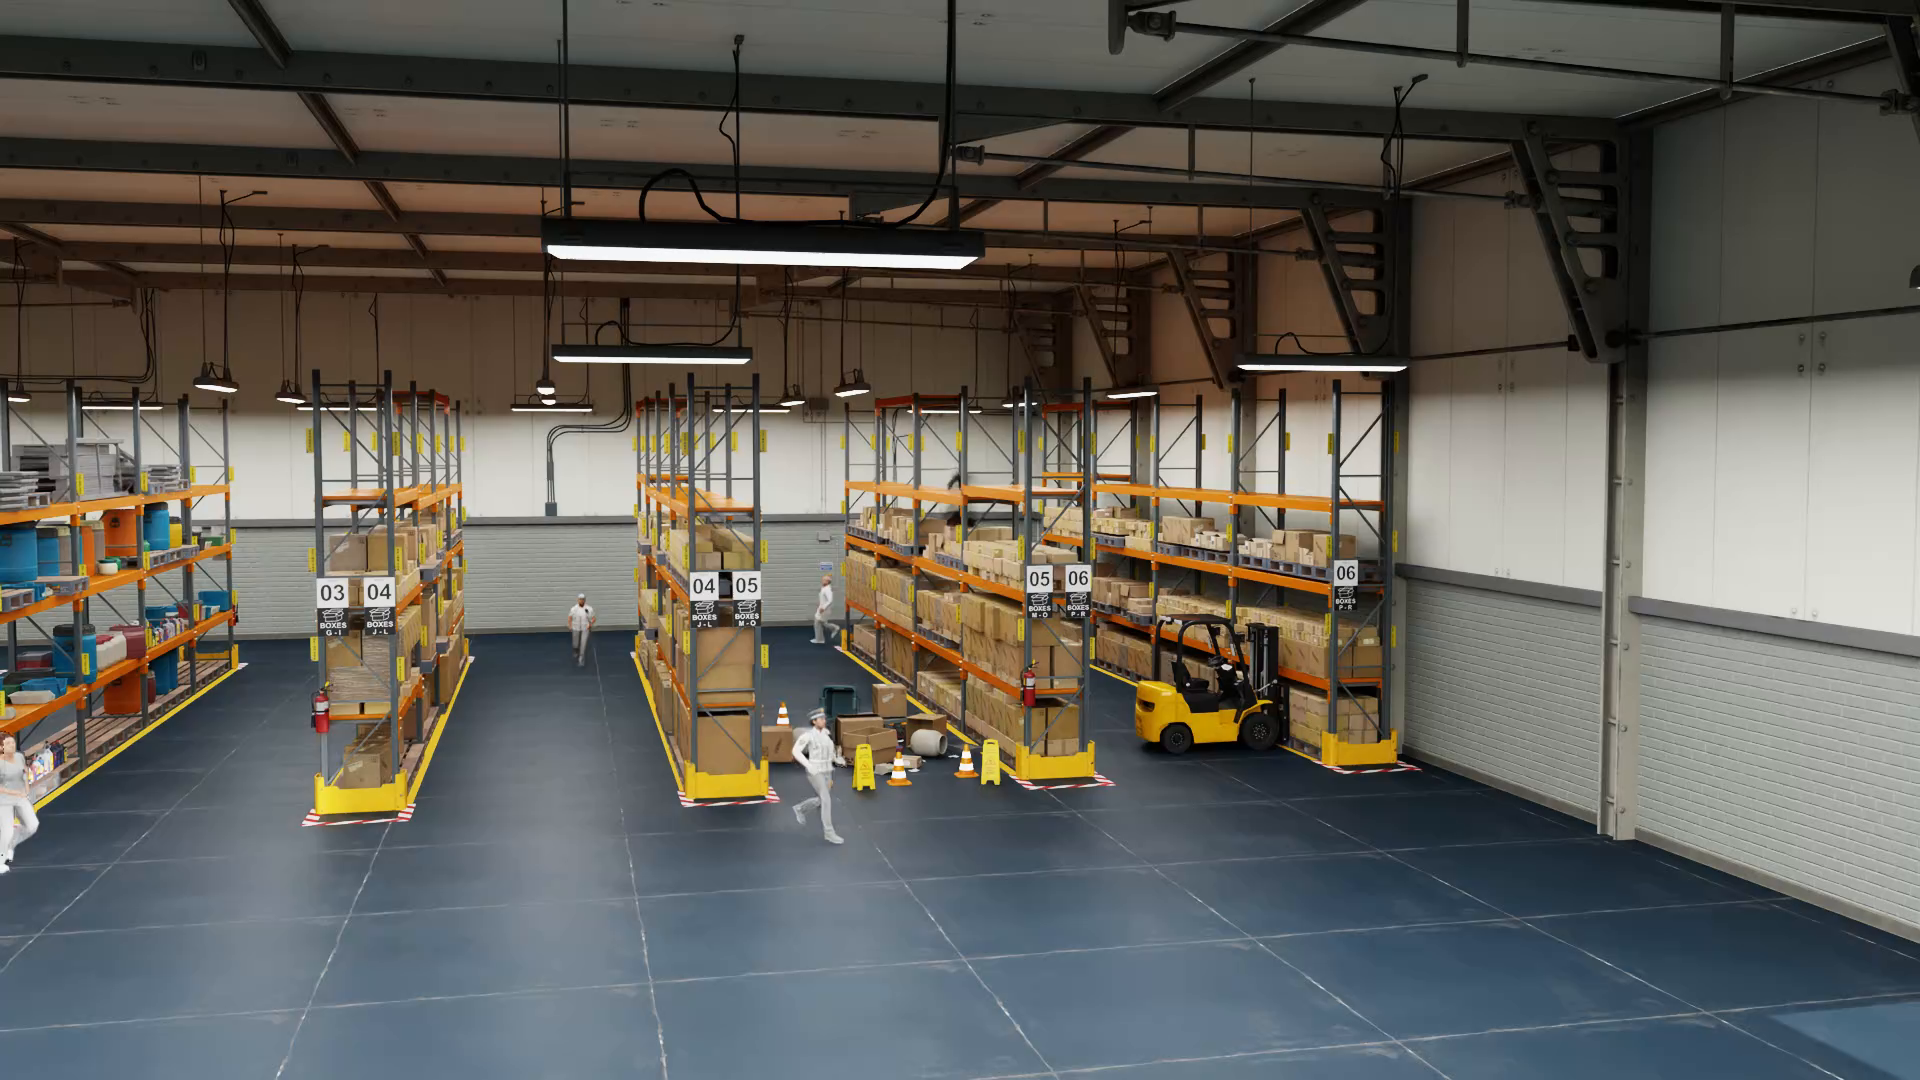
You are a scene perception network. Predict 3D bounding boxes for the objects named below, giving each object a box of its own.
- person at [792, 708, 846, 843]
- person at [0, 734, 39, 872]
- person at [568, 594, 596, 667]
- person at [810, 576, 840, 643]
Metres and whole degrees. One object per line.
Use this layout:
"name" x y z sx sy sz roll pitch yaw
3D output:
"person" -1.819 2.957 21.074 0.842 1.696 0.618 2 4 34
"person" -11.080 3.066 19.450 0.679 1.625 0.589 2 4 26
"person" -8.544 2.034 37.582 0.623 1.623 0.564 0 3 -8
"person" -3.359 1.747 41.573 0.753 1.703 0.760 -1 3 -9
